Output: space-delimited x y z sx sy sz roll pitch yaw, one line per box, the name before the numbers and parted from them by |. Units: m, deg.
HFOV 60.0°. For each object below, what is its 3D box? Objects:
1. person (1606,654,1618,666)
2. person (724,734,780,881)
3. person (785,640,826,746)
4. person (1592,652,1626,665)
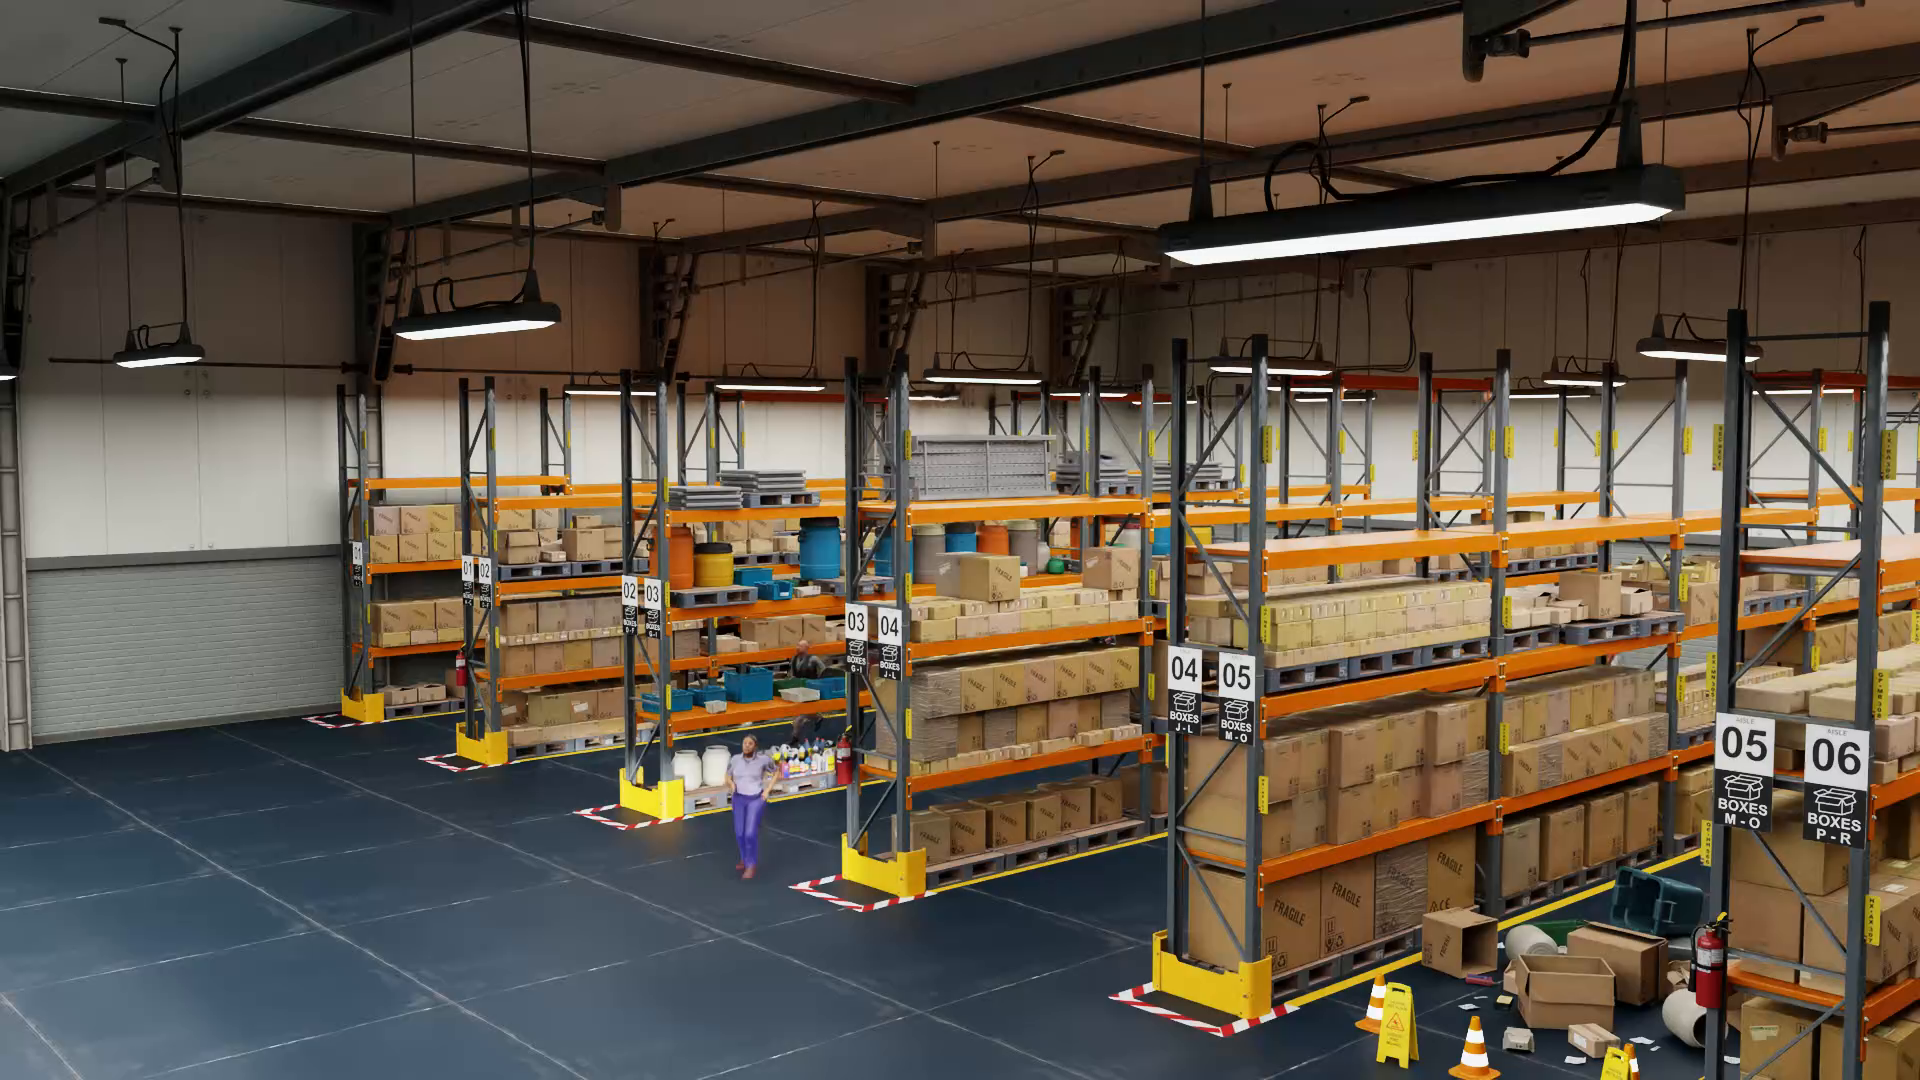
person | 10.204 2.572 26.195 0.581 1.729 0.677 -4 5 -43
person | -2.446 3.091 19.303 0.609 1.696 0.661 1 4 15
person | -2.550 2.507 27.615 0.683 1.715 0.945 3 5 35
person | 11.853 2.296 30.460 0.716 1.770 0.627 -2 4 -31
